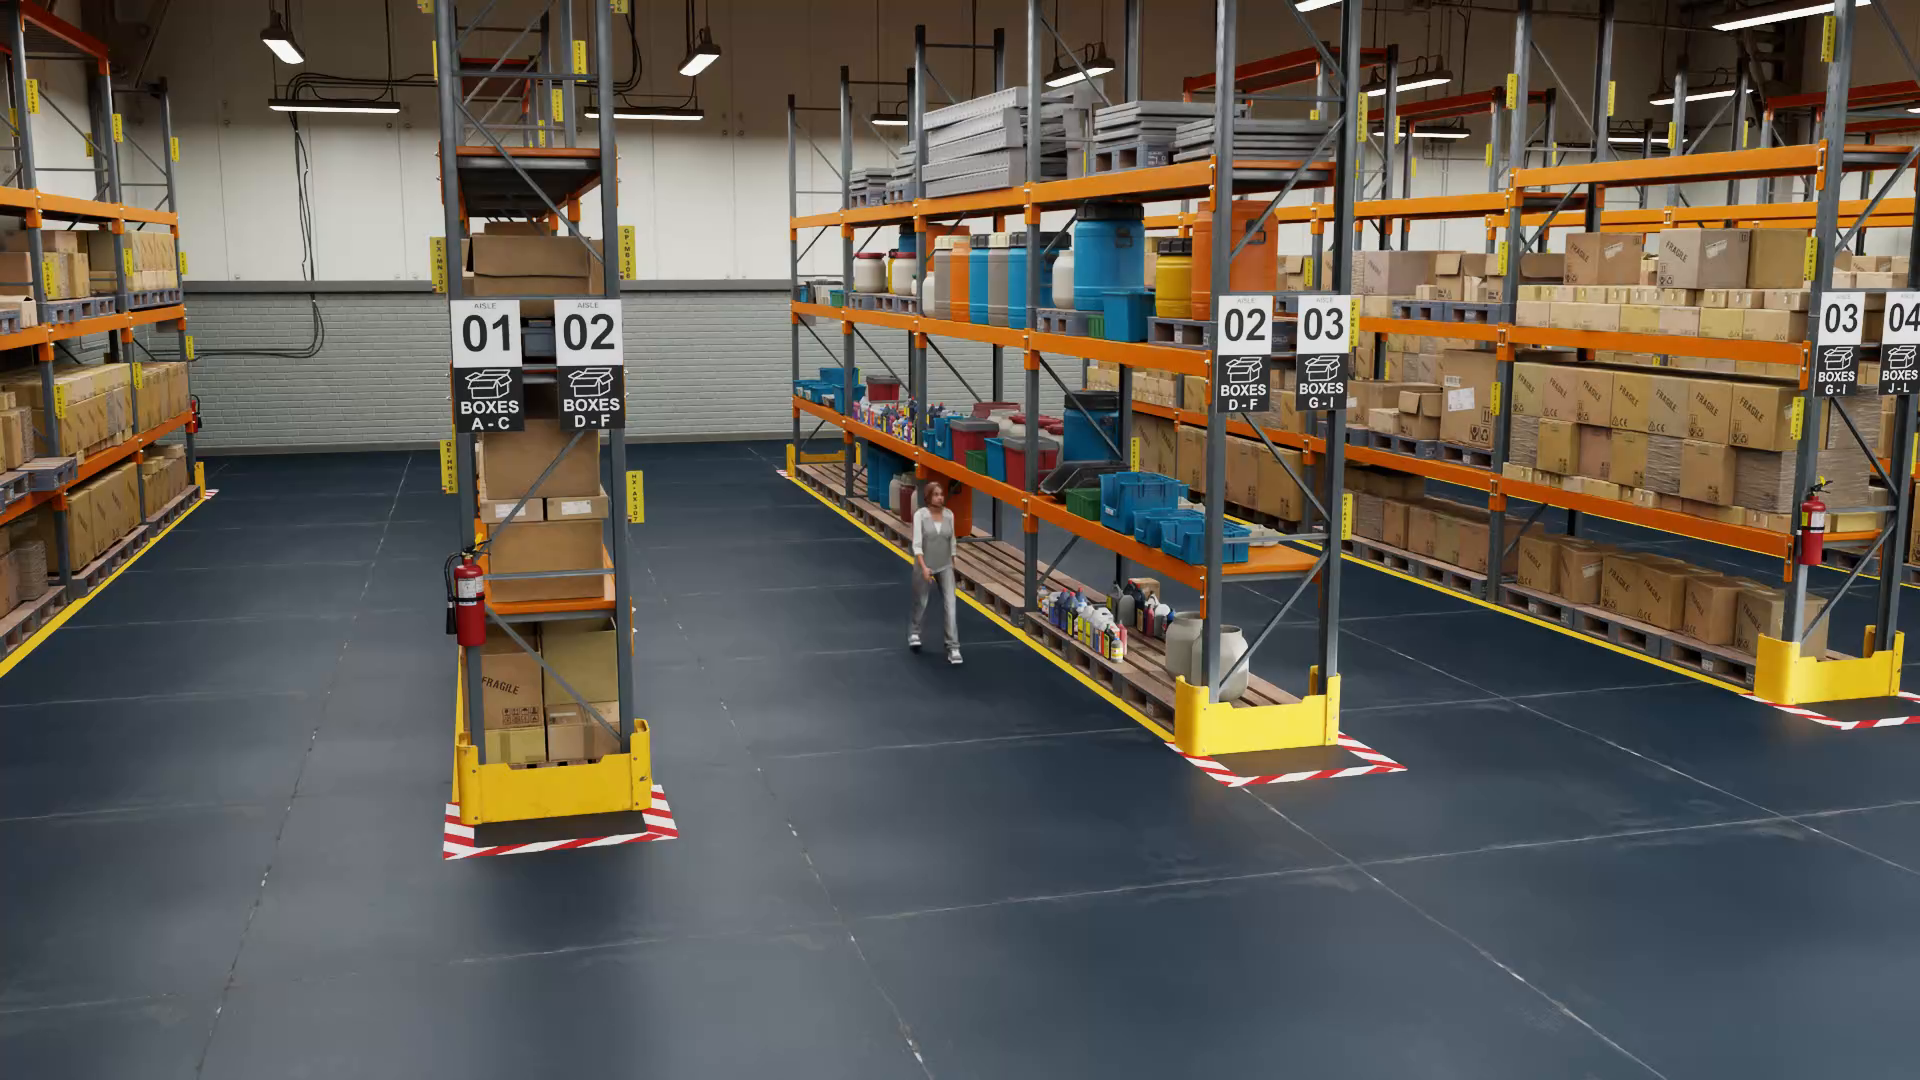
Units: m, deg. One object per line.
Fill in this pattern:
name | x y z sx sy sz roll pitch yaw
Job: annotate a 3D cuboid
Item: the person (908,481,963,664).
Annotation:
person | -0.218 0.250 14.442 0.434 1.519 0.956 -2 10 -12
